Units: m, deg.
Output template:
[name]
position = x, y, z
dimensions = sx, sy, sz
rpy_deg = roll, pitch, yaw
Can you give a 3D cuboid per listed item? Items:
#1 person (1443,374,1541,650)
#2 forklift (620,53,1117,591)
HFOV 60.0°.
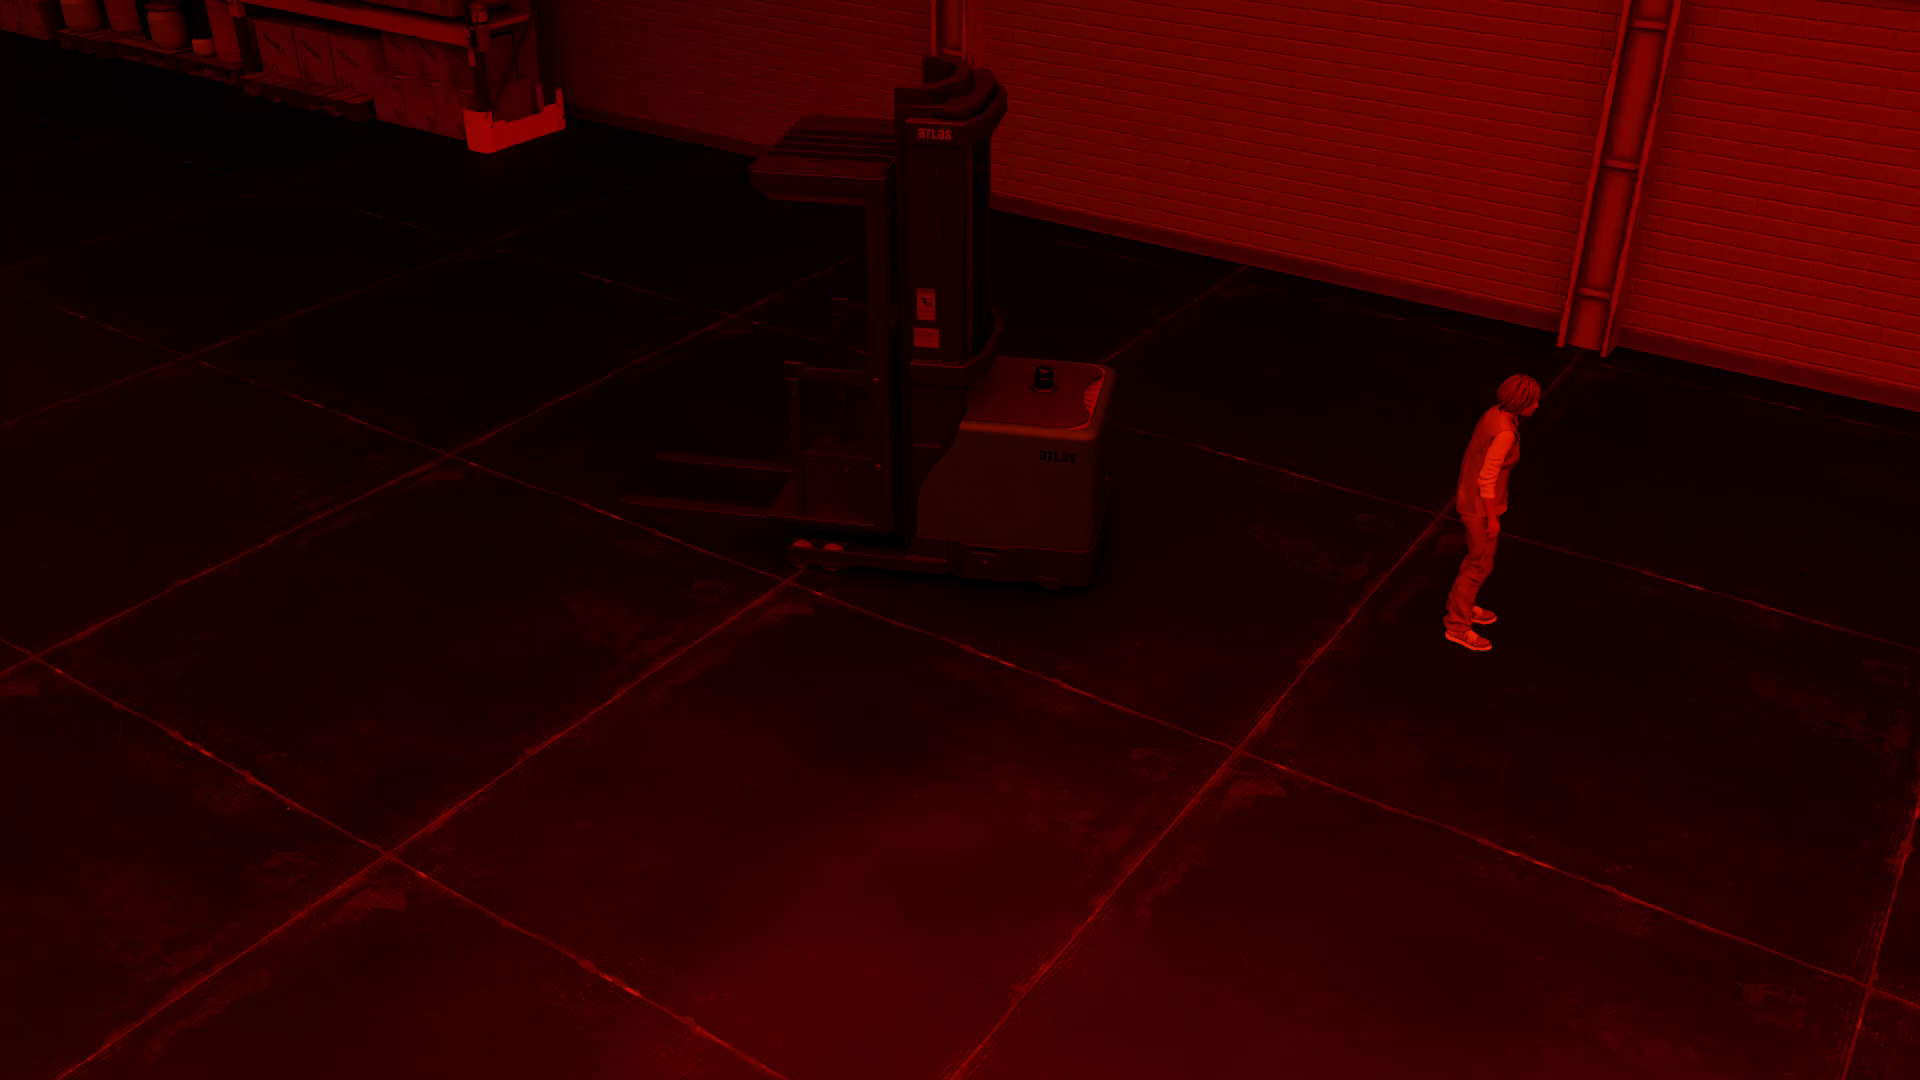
[person]
position = 2.922, -0.182, 9.228
dimensions = 0.342, 1.593, 0.485
rpy_deg = 9, 31, 15
[forklift]
position = -0.596, -1.330, 9.871
dimensions = 3.031, 2.935, 1.130
rpy_deg = 6, 31, 10
